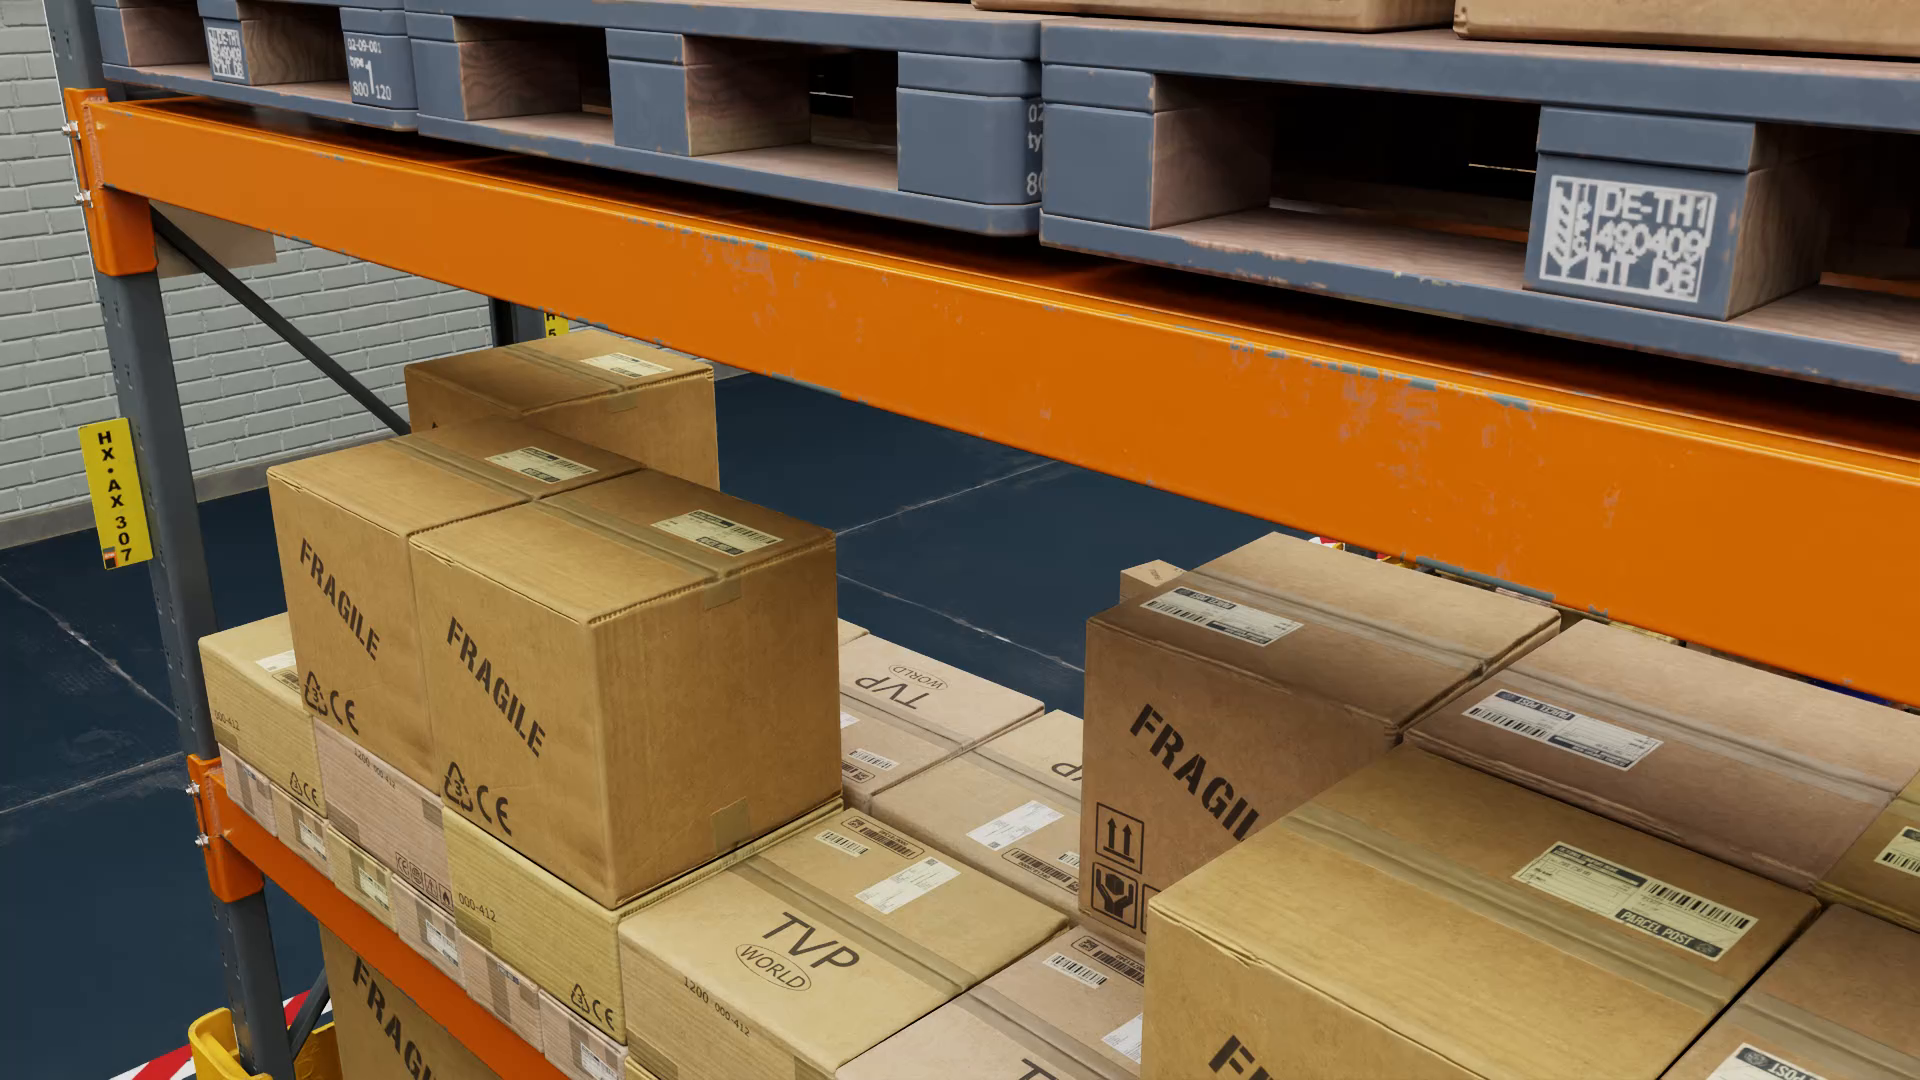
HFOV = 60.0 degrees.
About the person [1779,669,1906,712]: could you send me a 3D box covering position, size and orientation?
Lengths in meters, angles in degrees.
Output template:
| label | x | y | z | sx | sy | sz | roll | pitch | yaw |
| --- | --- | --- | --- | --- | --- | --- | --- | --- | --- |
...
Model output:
| label | x | y | z | sx | sy | sz | roll | pitch | yaw |
| --- | --- | --- | --- | --- | --- | --- | --- | --- | --- |
| person | 2.636 | 0.589 | 5.020 | 0.969 | 1.603 | 0.441 | 19 | 28 | 41 |
